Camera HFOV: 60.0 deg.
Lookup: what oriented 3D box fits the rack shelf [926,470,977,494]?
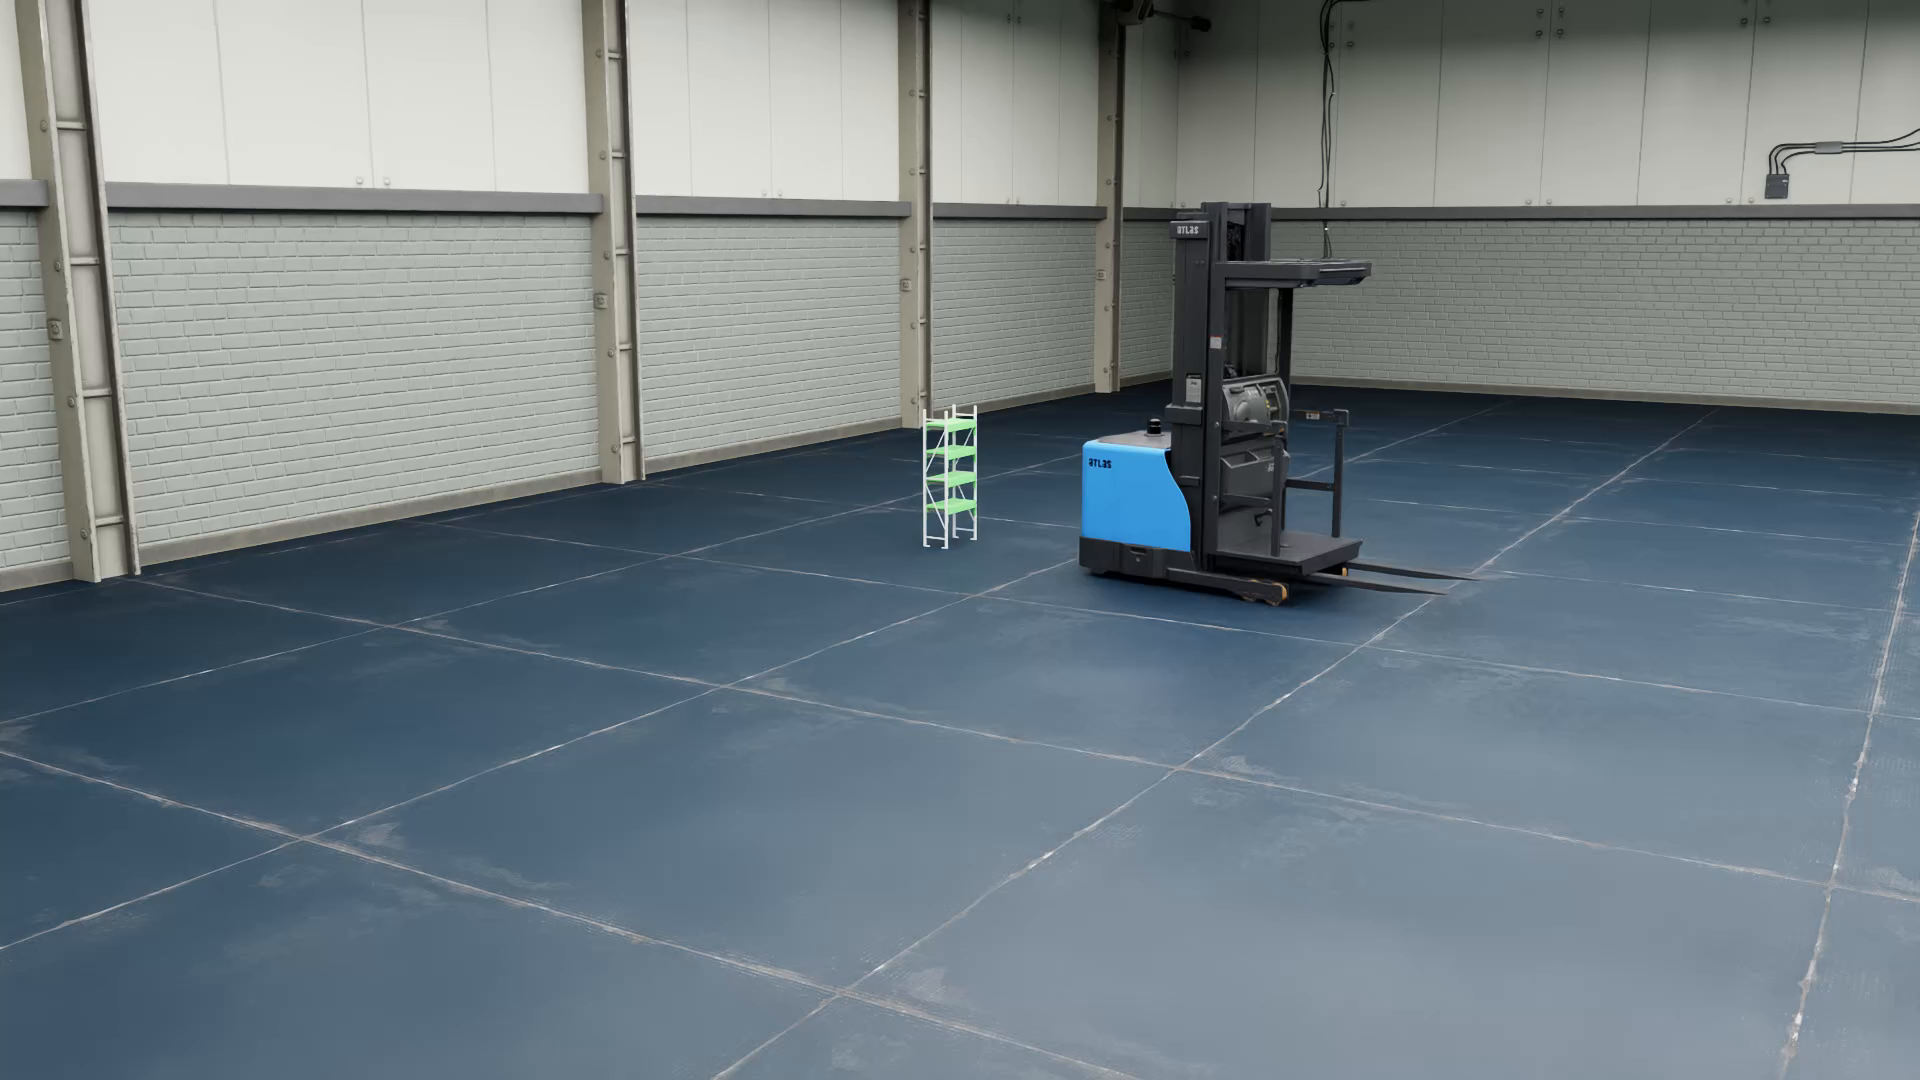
[{"bbox_3d":[-0.086,-0.501,14.631,0.258,0.148,0.480,6,12,31],"label":"rack shelf"}]

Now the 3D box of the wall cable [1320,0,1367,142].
[{"bbox_3d":[7.481,-8.000,27.859,3.097,2.526,0.112,6,12,31],"label":"wall cable"}]

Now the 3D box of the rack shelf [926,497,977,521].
[{"bbox_3d":[-0.086,-0.265,14.675,0.258,0.148,0.480,6,12,31],"label":"rack shelf"}]

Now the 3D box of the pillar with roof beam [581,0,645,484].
[{"bbox_3d":[-0.042,-4.667,15.341,9.100,9.000,0.400,6,12,31],"label":"pillar with roof beam"}]

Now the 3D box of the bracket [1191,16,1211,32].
[{"bbox_3d":[4.258,-9.139,29.446,0.235,0.232,0.430,6,12,31],"label":"bracket"}]

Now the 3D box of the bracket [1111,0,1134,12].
[{"bbox_3d":[2.597,-8.635,26.758,0.235,0.232,0.430,6,12,31],"label":"bracket"}]

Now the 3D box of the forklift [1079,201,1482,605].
[{"bbox_3d":[2.427,-1.067,12.604,3.031,2.935,1.130,8,14,38],"label":"forklift"}]

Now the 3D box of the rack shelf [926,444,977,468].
[{"bbox_3d":[-0.086,-0.737,14.587,0.258,0.148,0.480,6,12,31],"label":"rack shelf"}]

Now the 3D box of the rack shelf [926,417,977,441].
[{"bbox_3d":[-0.086,-0.973,14.543,0.258,0.148,0.480,6,12,31],"label":"rack shelf"}]

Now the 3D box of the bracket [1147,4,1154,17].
[{"bbox_3d":[3.028,-8.766,27.455,0.235,0.232,0.430,6,12,31],"label":"bracket"}]

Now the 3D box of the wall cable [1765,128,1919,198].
[{"bbox_3d":[13.274,-8.064,24.248,2.305,6.003,0.169,6,12,31],"label":"wall cable"}]

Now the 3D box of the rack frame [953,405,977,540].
[{"bbox_3d":[0.041,-0.602,14.824,0.240,1.200,0.015,6,12,31],"label":"rack frame"}]

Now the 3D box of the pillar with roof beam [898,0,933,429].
[{"bbox_3d":[3.073,-5.610,20.382,9.100,9.000,0.400,6,12,31],"label":"pillar with roof beam"}]

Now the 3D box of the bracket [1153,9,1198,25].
[{"bbox_3d":[3.951,-9.046,28.950,0.076,0.066,3.189,6,12,31],"label":"bracket"}]

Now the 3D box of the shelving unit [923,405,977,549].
[{"bbox_3d":[-0.086,-0.564,14.619,0.258,1.200,0.503,6,12,31],"label":"shelving unit"}]

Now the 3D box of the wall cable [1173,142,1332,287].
[{"bbox_3d":[5.168,-5.776,29.705,3.097,2.526,0.112,6,12,31],"label":"wall cable"}]

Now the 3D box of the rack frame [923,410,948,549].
[{"bbox_3d":[-0.213,-0.525,14.414,0.240,1.200,0.015,6,12,31],"label":"rack frame"}]

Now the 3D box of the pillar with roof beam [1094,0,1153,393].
[{"bbox_3d":[6.188,-6.554,25.422,9.100,9.000,0.548,6,12,31],"label":"pillar with roof beam"}]

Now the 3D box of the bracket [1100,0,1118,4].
[{"bbox_3d":[1.259,-8.230,24.593,0.076,0.066,4.783,6,12,31],"label":"bracket"}]

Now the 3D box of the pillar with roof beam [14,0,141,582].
[{"bbox_3d":[-3.157,-3.723,10.301,9.100,9.000,0.400,6,12,31],"label":"pillar with roof beam"}]
